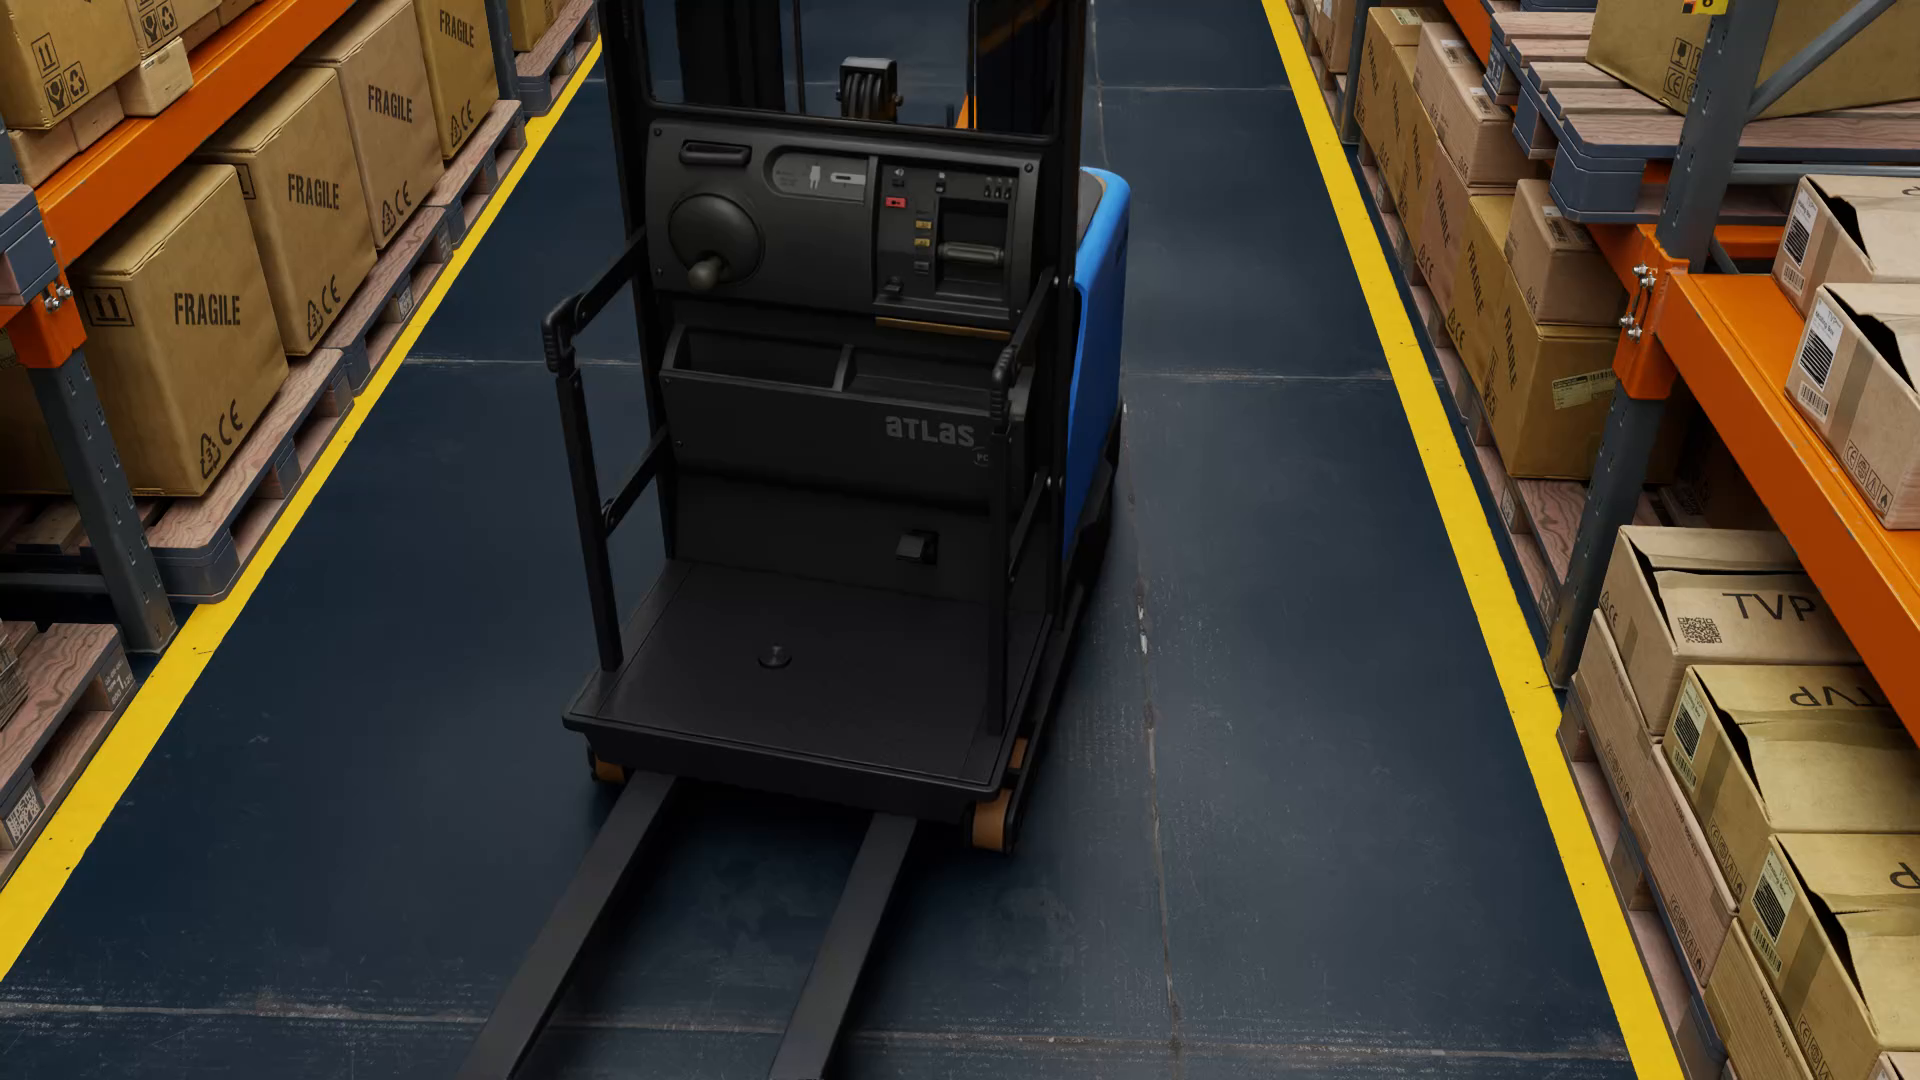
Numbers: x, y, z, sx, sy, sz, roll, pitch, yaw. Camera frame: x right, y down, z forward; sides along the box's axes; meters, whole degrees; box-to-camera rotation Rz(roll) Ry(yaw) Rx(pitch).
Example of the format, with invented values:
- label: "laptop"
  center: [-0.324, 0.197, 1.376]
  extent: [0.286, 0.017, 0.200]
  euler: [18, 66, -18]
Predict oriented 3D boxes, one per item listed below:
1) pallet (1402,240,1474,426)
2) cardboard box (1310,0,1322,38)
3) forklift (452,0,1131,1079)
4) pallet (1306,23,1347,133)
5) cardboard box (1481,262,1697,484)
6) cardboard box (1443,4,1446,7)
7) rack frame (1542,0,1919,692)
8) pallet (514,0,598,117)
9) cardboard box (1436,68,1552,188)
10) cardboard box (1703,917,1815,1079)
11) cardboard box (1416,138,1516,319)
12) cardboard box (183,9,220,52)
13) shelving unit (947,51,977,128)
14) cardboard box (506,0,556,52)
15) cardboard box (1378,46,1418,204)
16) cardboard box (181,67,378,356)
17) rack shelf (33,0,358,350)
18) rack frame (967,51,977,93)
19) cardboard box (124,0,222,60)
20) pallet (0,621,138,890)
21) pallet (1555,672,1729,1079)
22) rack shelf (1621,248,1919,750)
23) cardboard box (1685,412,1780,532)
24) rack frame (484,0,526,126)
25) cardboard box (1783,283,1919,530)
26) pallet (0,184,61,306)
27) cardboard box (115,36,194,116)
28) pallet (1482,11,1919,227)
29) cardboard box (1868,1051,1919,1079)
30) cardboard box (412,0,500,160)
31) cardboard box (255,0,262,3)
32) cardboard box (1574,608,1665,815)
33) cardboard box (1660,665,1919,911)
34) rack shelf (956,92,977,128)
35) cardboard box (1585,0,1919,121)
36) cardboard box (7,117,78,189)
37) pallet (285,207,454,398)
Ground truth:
- label: "pallet"
  center: [2.279, -0.813, 6.224]
  extent: [1.003, 0.211, 1.213]
  euler: [1, 35, 2]
- label: "cardboard box"
  center: [2.015, -2.690, 8.565]
  extent: [0.380, 0.149, 0.250]
  euler: [1, 35, 2]
- label: "forklift"
  center: [-0.329, -0.669, 3.652]
  extent: [1.130, 2.935, 3.031]
  euler: [8, 36, 11]
- label: "pallet"
  center: [2.349, -2.379, 8.452]
  extent: [1.003, 0.211, 1.213]
  euler: [1, 35, 2]
- label: "cardboard box"
  center: [1.963, -0.527, 5.183]
  extent: [0.500, 0.500, 0.500]
  euler: [3, 35, 4]
- label: "cardboard box"
  center: [2.553, -2.441, 8.071]
  extent: [0.500, 0.311, 0.500]
  euler: [1, 35, 2]
- label: "rack frame"
  center: [2.160, -0.827, 3.818]
  extent: [1.000, 3.000, 0.127]
  euler: [1, 35, 2]
- label: "pallet"
  center: [-2.521, -2.532, 8.669]
  extent: [1.003, 0.211, 1.213]
  euler: [1, 35, 2]
- label: "cardboard box"
  center: [1.998, -1.454, 5.850]
  extent: [0.500, 0.250, 0.500]
  euler: [1, 35, 1]
- label: "cardboard box"
  center: [1.811, 1.008, 3.234]
  extent: [0.500, 0.250, 0.500]
  euler: [0, 35, 1]
- label: "cardboard box"
  center: [1.999, -1.126, 6.035]
  extent: [0.500, 0.500, 0.500]
  euler: [0, 35, 0]
- label: "cardboard box"
  center: [-2.543, -1.621, 5.148]
  extent: [0.380, 0.149, 0.250]
  euler: [2, 35, 3]
- label: "shelving unit"
  center: [0.113, -0.956, 5.566]
  extent: [0.258, 1.200, 0.503]
  euler: [4, 35, 6]
- label: "cardboard box"
  center: [-2.497, -2.814, 8.454]
  extent: [0.700, 0.500, 0.500]
  euler: [2, 35, 2]
- label: "cardboard box"
  center: [2.047, -1.704, 6.857]
  extent: [0.500, 0.500, 0.500]
  euler: [2, 35, 3]
- label: "cardboard box"
  center: [-2.588, -1.154, 5.788]
  extent: [0.750, 0.750, 0.750]
  euler: [1, 35, 2]
- label: "rack shelf"
  center: [-2.710, -1.794, 5.820]
  extent: [1.077, 0.370, 4.000]
  euler: [1, 35, 2]
- label: "rack frame"
  center: [0.144, -1.095, 5.764]
  extent: [0.240, 1.200, 0.015]
  euler: [4, 35, 6]
- label: "cardboard box"
  center: [-2.484, -1.684, 4.675]
  extent: [0.500, 0.500, 0.500]
  euler: [2, 35, 3]
- label: "pallet"
  center: [-2.823, 0.650, 4.141]
  extent: [1.003, 0.211, 1.213]
  euler: [1, 35, 2]
- label: "pallet"
  center: [2.088, 0.786, 3.948]
  extent: [1.003, 0.211, 1.213]
  euler: [1, 35, 2]
- label: "rack shelf"
  center: [2.079, 0.616, 2.390]
  extent: [1.077, 0.370, 4.000]
  euler: [1, 35, 2]
- label: "cardboard box"
  center: [2.464, -0.239, 4.773]
  extent: [0.500, 0.500, 0.500]
  euler: [3, 35, 4]
- label: "rack frame"
  center: [-2.629, -3.238, 7.248]
  extent: [1.000, 3.000, 0.127]
  euler: [1, 35, 2]
- label: "cardboard box"
  center: [1.930, -0.281, 3.119]
  extent: [0.500, 0.311, 0.500]
  euler: [1, 35, 1]
- label: "pallet"
  center: [-2.712, -0.449, 3.447]
  extent: [1.213, 0.211, 1.003]
  euler: [1, 35, 2]
- label: "cardboard box"
  center: [-2.431, -1.324, 4.726]
  extent: [0.380, 0.149, 0.250]
  euler: [2, 35, 3]
- label: "pallet"
  center: [2.117, -1.140, 4.430]
  extent: [1.213, 0.211, 1.003]
  euler: [1, 35, 2]
- label: "cardboard box"
  center: [1.790, 1.081, 2.642]
  extent: [0.500, 0.311, 0.500]
  euler: [1, 35, 1]
- label: "cardboard box"
  center: [-2.526, -2.153, 7.210]
  extent: [0.750, 0.750, 0.750]
  euler: [2, 35, 2]
- label: "cardboard box"
  center: [-2.495, -1.910, 5.560]
  extent: [0.380, 0.149, 0.250]
  euler: [2, 35, 2]
- label: "cardboard box"
  center: [1.845, 0.420, 4.070]
  extent: [0.500, 0.250, 0.500]
  euler: [1, 35, 2]
- label: "cardboard box"
  center: [1.833, 0.493, 3.479]
  extent: [0.500, 0.311, 0.500]
  euler: [1, 35, 1]
- label: "rack shelf"
  center: [0.112, -1.277, 5.340]
  extent: [0.258, 0.148, 0.480]
  euler: [4, 35, 6]
- label: "cardboard box"
  center: [2.072, -1.404, 4.187]
  extent: [0.700, 0.500, 0.500]
  euler: [-10, 36, -14]
- label: "cardboard box"
  center: [-2.545, -1.029, 4.306]
  extent: [0.380, 0.149, 0.250]
  euler: [1, 35, 1]
- label: "pallet"
  center: [-2.631, -0.949, 6.417]
  extent: [1.003, 0.211, 1.213]
  euler: [1, 35, 2]
